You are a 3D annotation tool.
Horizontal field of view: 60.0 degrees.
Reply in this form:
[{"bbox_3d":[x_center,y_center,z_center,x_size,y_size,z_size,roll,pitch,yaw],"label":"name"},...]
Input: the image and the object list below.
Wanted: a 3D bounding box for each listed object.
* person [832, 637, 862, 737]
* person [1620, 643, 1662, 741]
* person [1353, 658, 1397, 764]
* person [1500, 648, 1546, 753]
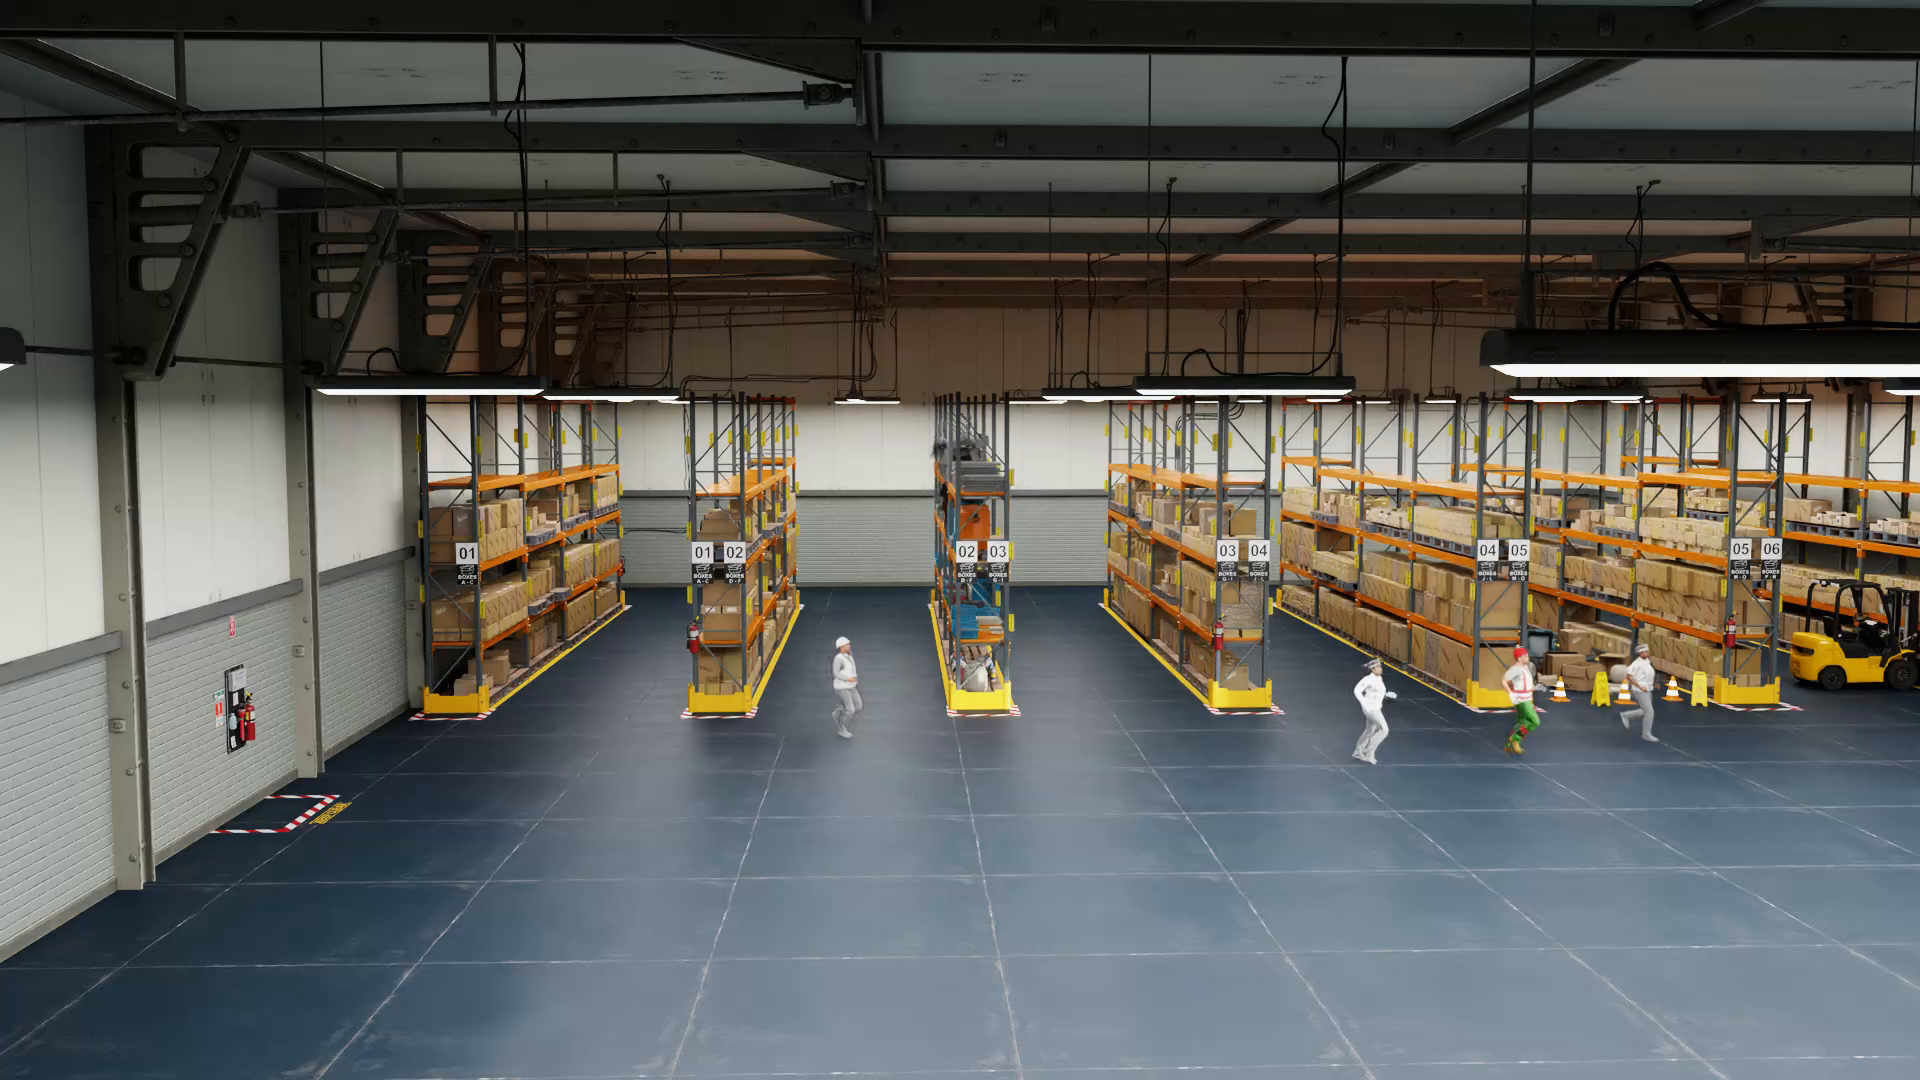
[{"bbox_3d":[-1.990,2.549,28.895,0.573,1.738,0.710,1,5,18],"label":"person"},{"bbox_3d":[11.734,2.609,28.677,0.577,1.680,0.677,-4,6,-43],"label":"person"},{"bbox_3d":[6.683,2.747,26.771,0.651,1.709,0.584,3,5,29],"label":"person"},{"bbox_3d":[9.275,2.643,27.304,0.642,1.742,0.649,3,5,33],"label":"person"}]
